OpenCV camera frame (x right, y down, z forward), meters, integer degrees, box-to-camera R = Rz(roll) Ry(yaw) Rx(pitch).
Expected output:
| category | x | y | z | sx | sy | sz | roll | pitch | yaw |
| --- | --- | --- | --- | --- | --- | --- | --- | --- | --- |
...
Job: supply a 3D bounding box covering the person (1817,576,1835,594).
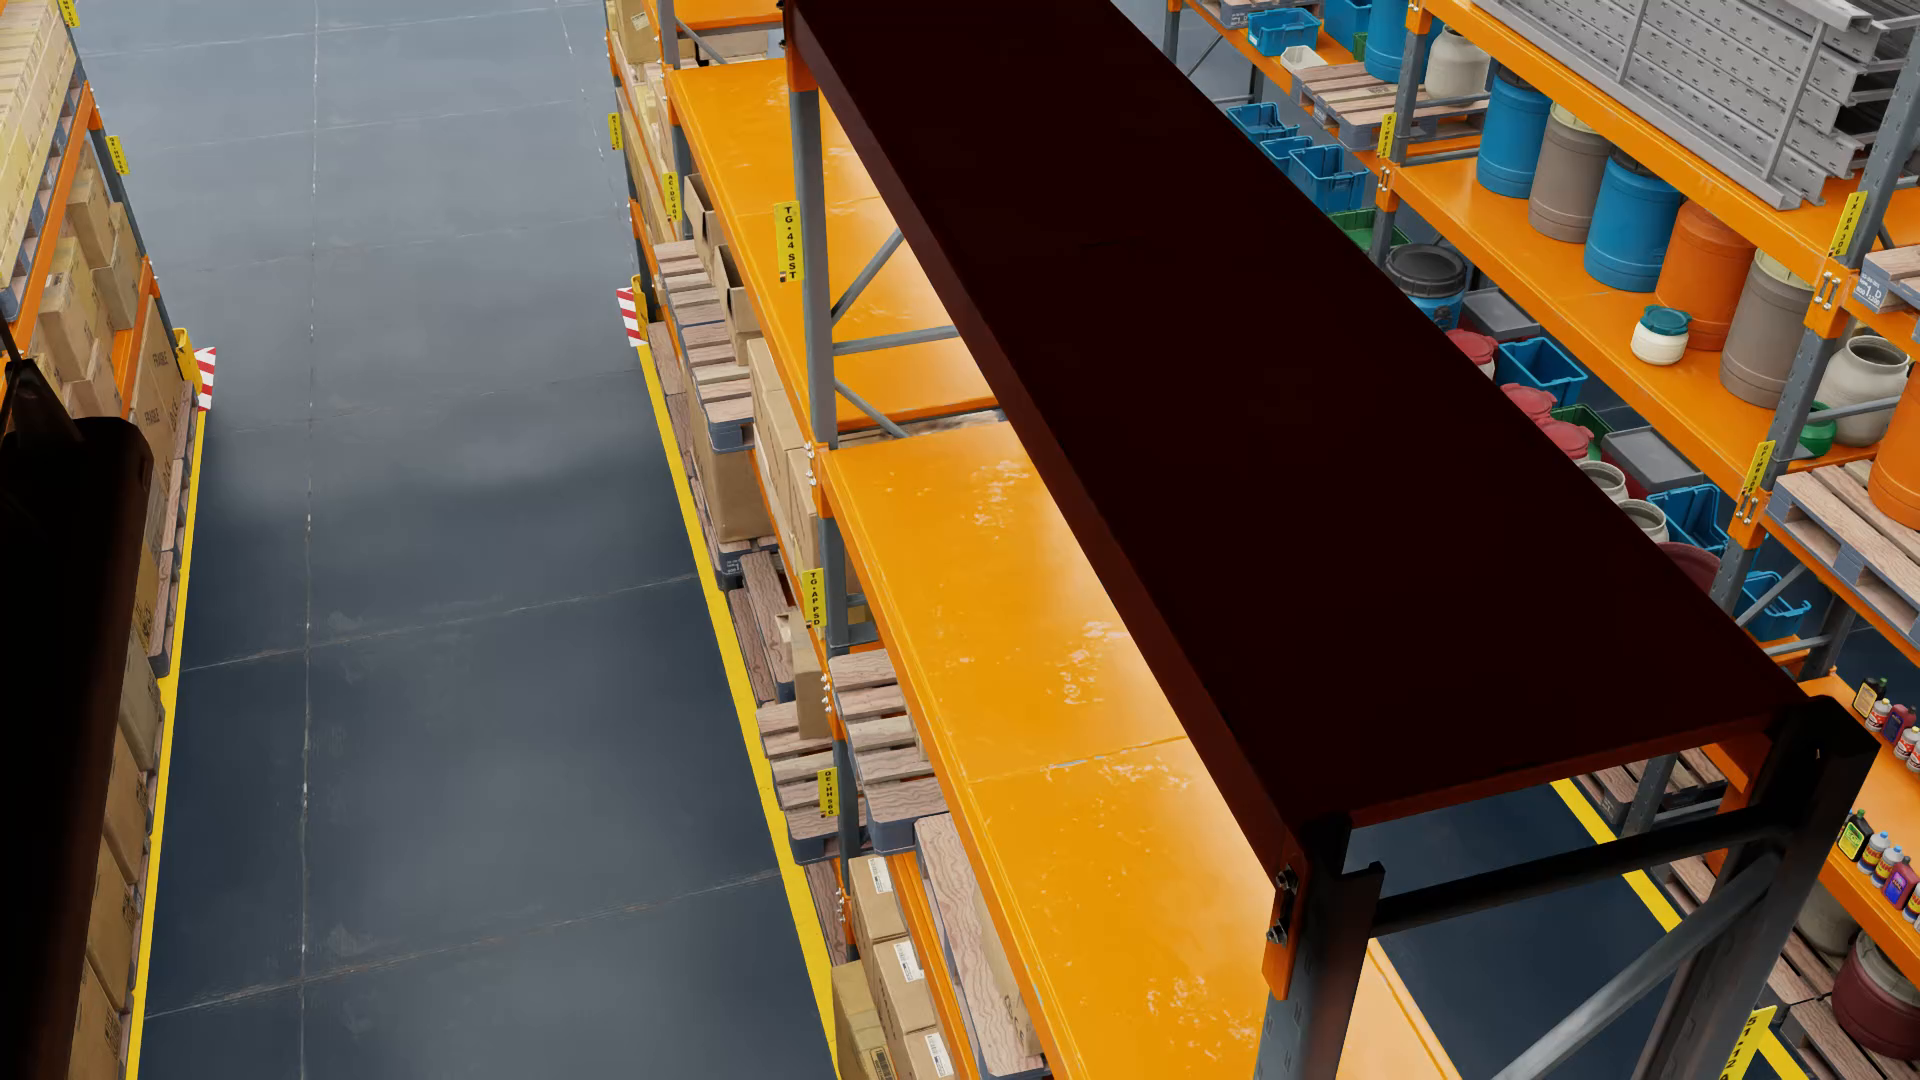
| category | x | y | z | sx | sy | sz | roll | pitch | yaw |
| --- | --- | --- | --- | --- | --- | --- | --- | --- | --- |
| person | 6.468 | -0.248 | 11.753 | 0.672 | 1.742 | 0.619 | -11 | 40 | -14 |
